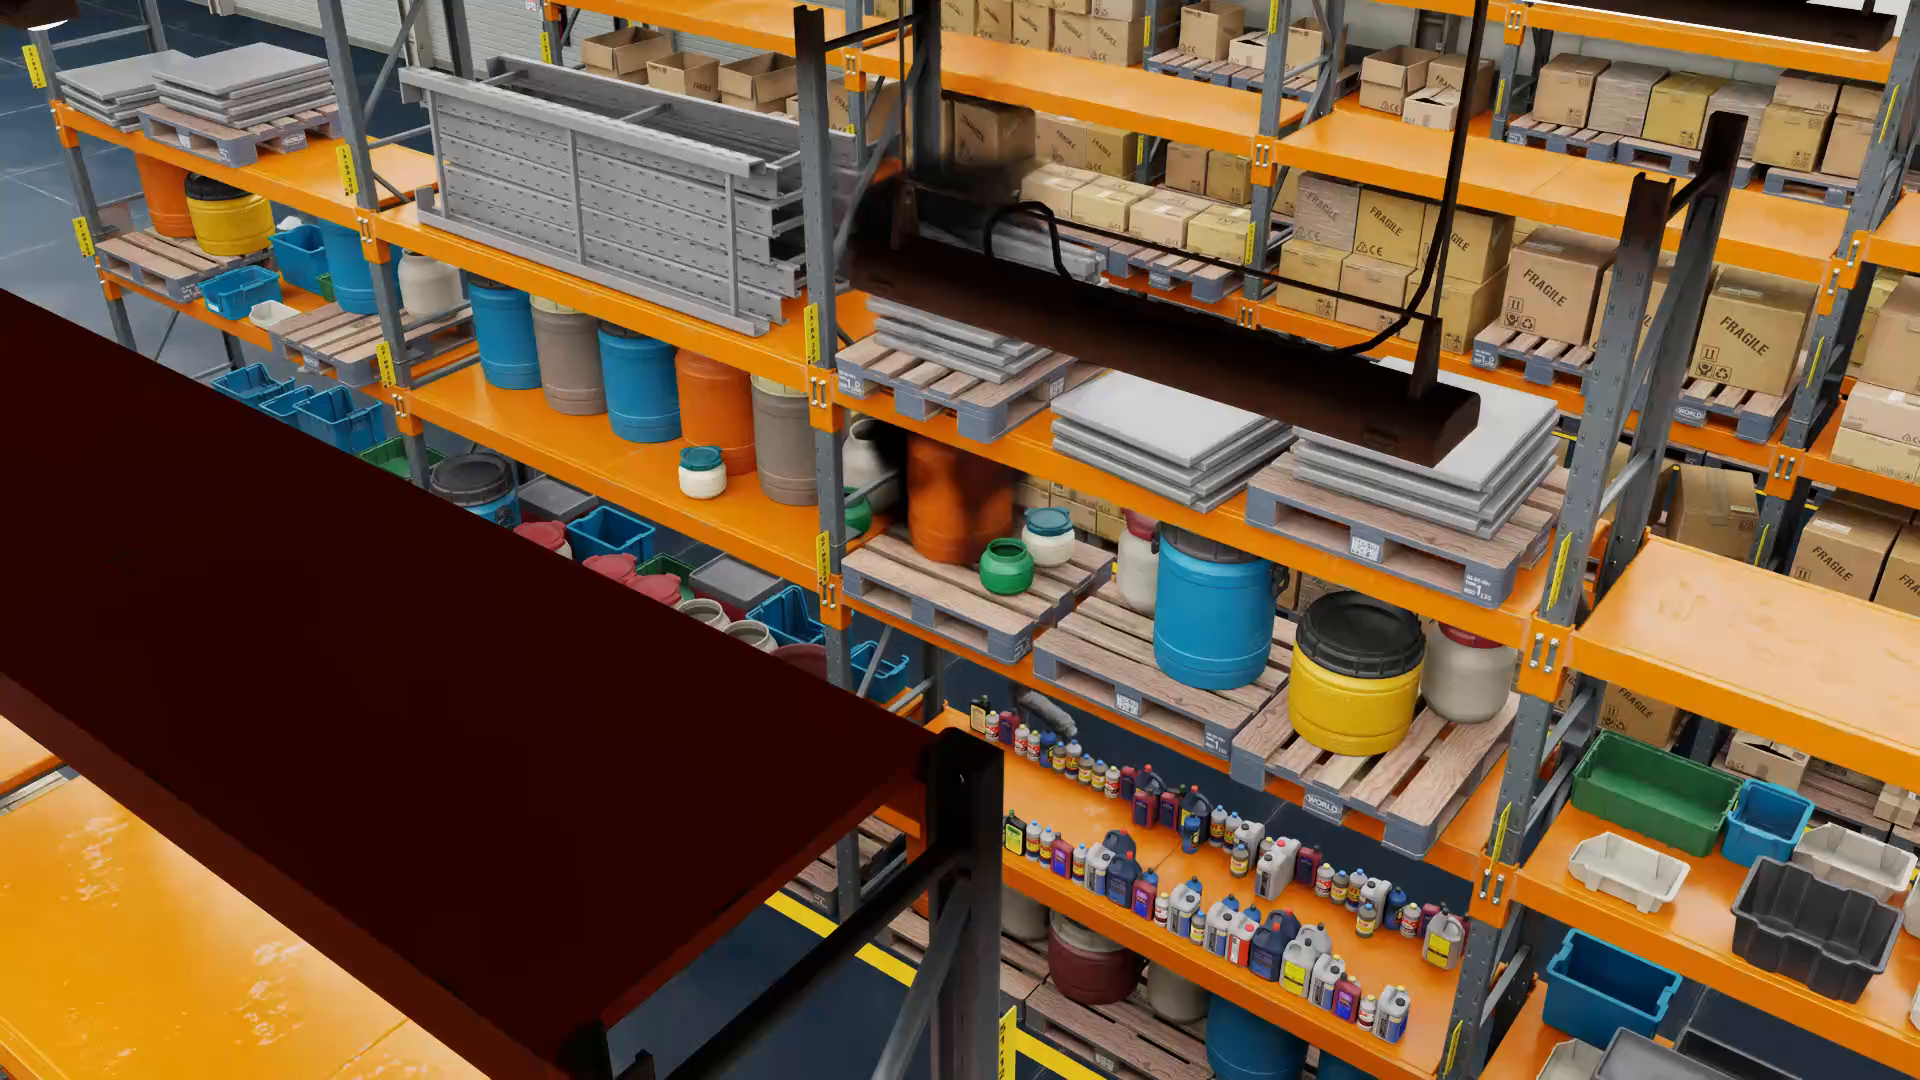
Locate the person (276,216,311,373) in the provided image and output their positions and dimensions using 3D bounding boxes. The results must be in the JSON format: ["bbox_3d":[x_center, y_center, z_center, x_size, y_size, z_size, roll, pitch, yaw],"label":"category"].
[{"bbox_3d":[-6.977,-2.689,18.024,0.790,1.748,0.664,-19,36,-28],"label":"person"}]

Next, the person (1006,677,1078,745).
[{"bbox_3d":[0.563,0.813,12.283,0.800,1.772,0.656,25,39,35],"label":"person"}]
